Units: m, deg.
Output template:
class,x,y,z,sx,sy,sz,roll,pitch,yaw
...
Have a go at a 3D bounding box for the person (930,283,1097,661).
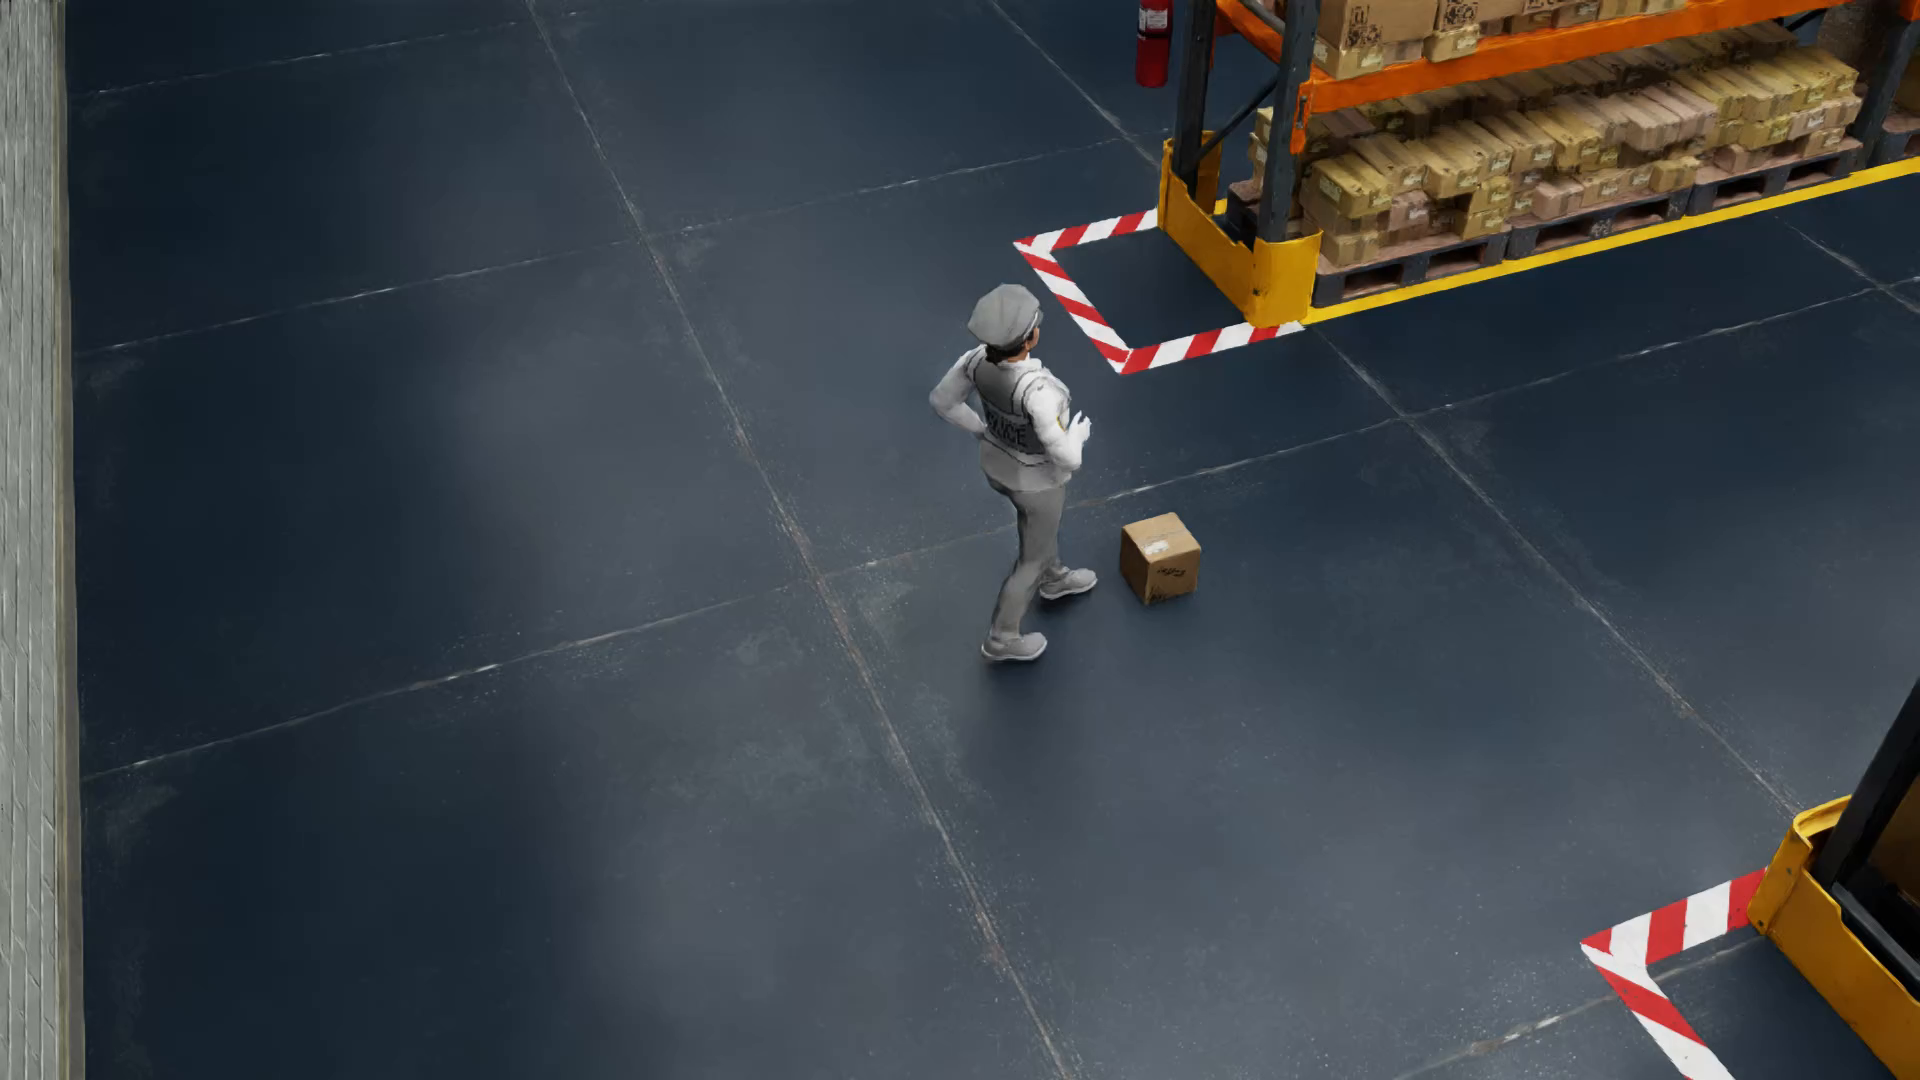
class,x,y,z,sx,sy,sz,roll,pitch,yaw
person,0.316,-0.303,6.462,0.712,1.688,0.662,-29,49,-28
